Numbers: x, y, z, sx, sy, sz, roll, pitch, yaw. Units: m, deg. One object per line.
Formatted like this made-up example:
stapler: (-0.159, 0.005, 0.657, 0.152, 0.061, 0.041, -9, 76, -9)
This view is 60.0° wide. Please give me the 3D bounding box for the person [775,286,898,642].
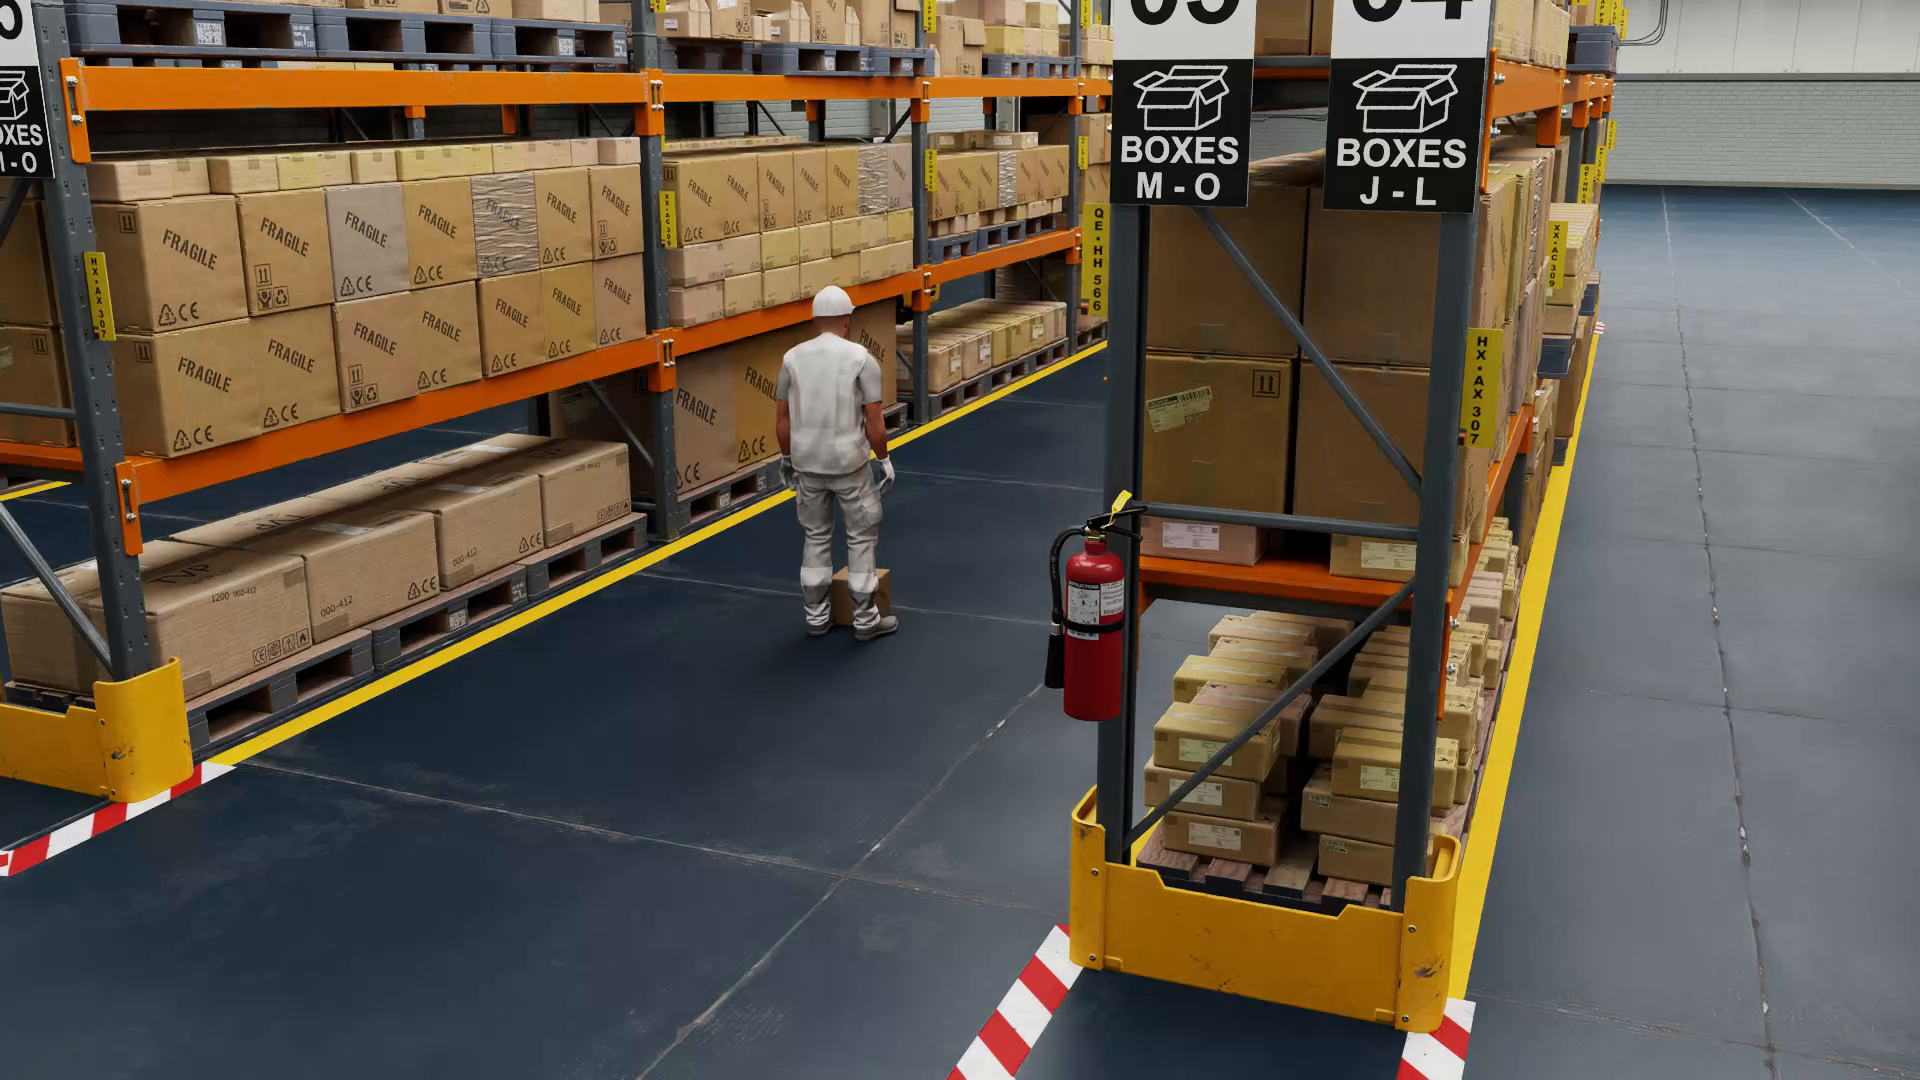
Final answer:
person: (-0.629, -0.382, 8.396, 0.615, 1.778, 0.453, 5, 16, 17)
